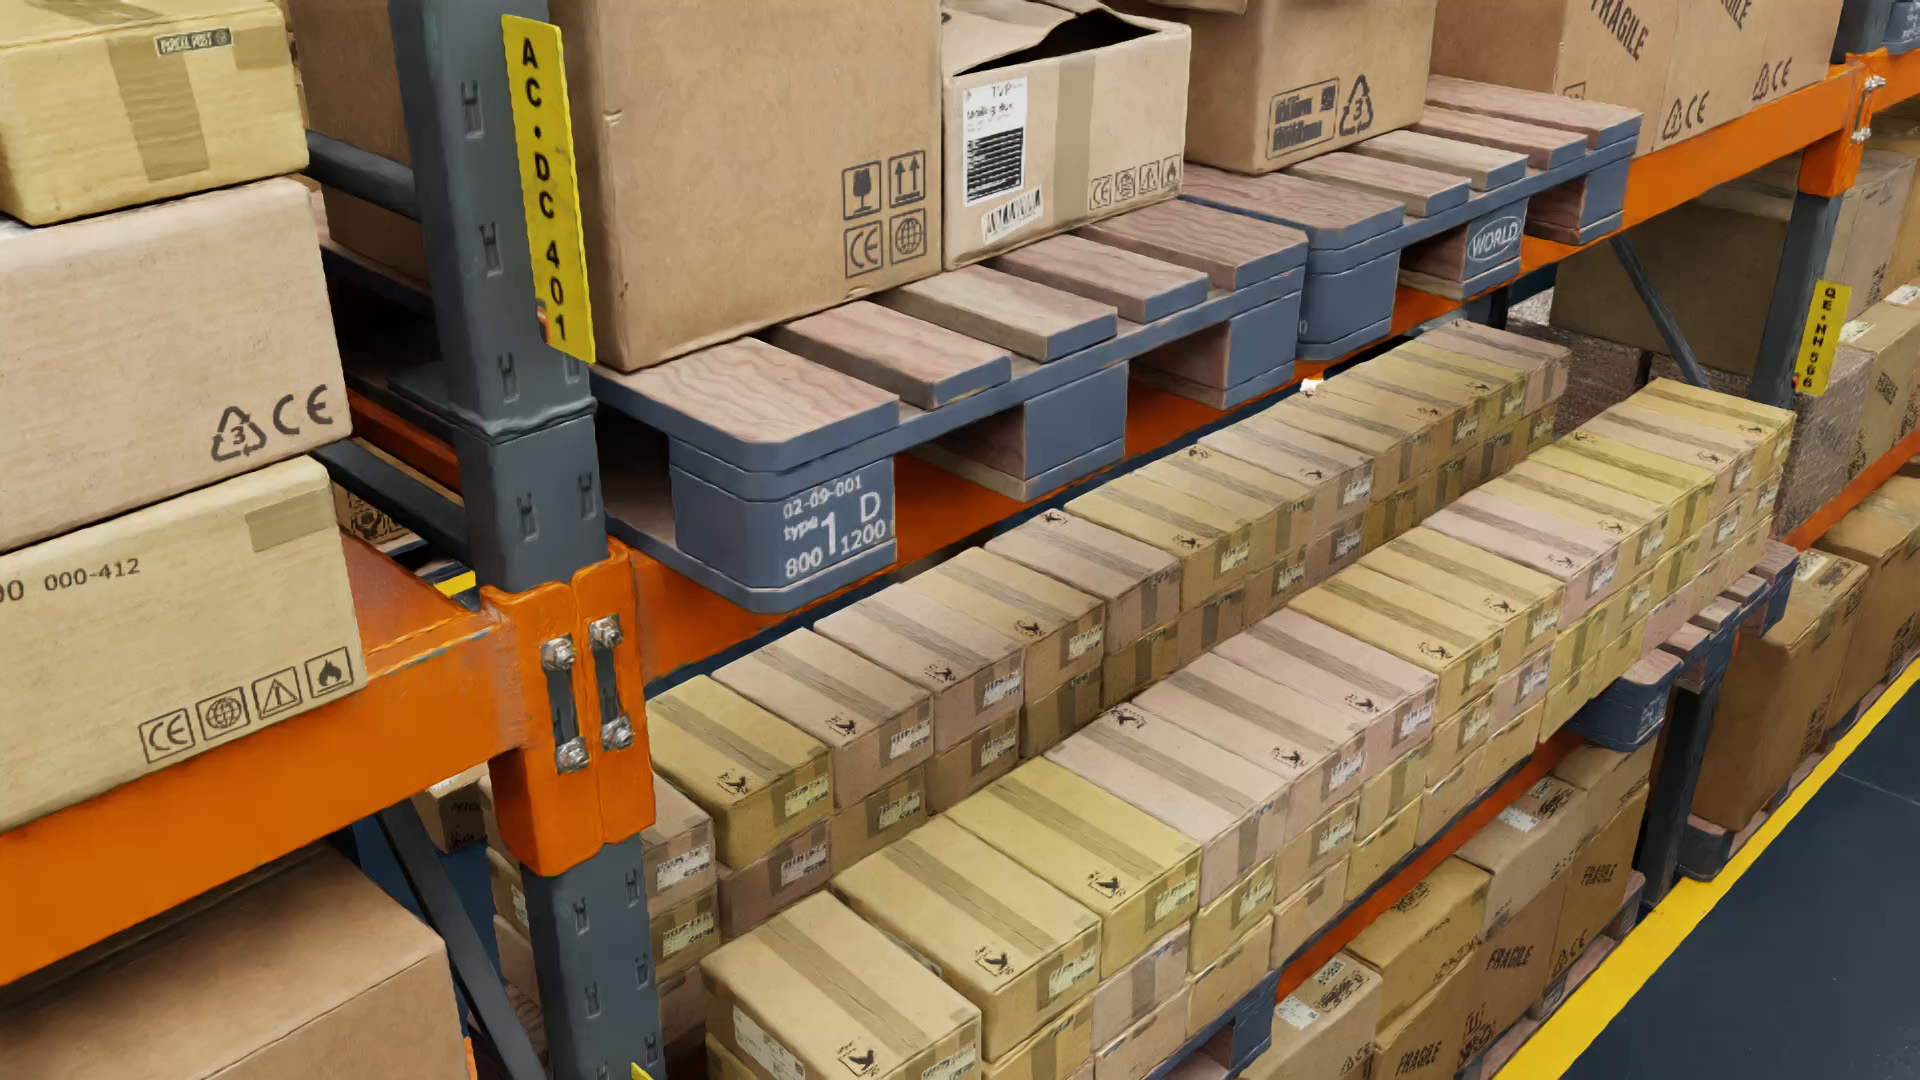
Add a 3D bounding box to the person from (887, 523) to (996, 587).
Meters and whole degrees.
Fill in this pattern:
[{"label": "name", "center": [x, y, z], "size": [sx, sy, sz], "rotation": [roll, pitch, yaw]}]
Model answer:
[{"label": "person", "center": [-0.084, -0.064, 6.216], "size": [0.396, 1.734, 0.570], "rotation": [23, 35, 37]}]
